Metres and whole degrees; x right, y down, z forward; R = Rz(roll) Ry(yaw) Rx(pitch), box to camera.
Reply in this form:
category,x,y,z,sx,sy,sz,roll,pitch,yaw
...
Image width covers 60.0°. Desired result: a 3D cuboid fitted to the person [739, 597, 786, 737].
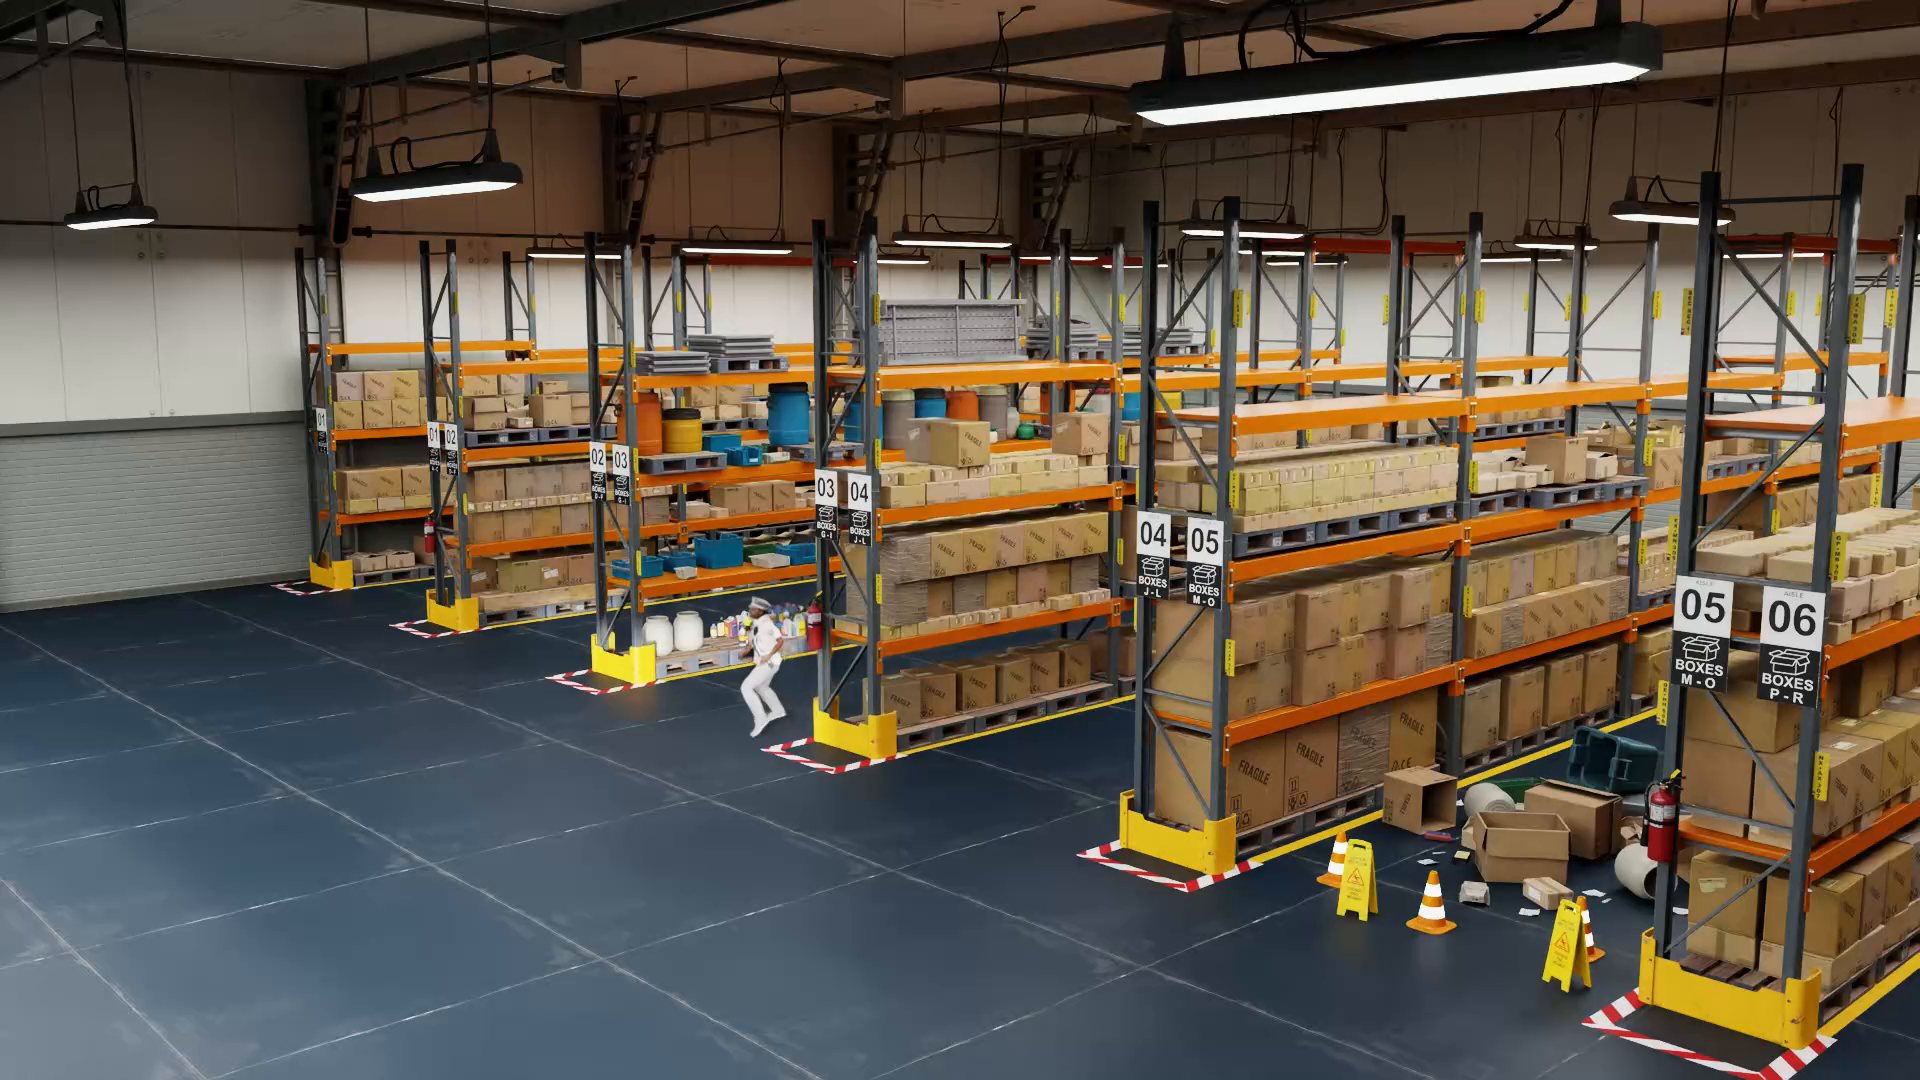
category,x,y,z,sx,sy,sz,roll,pitch,yaw
person,-2.332,1.472,19.836,0.690,1.658,0.781,-4,9,-24
